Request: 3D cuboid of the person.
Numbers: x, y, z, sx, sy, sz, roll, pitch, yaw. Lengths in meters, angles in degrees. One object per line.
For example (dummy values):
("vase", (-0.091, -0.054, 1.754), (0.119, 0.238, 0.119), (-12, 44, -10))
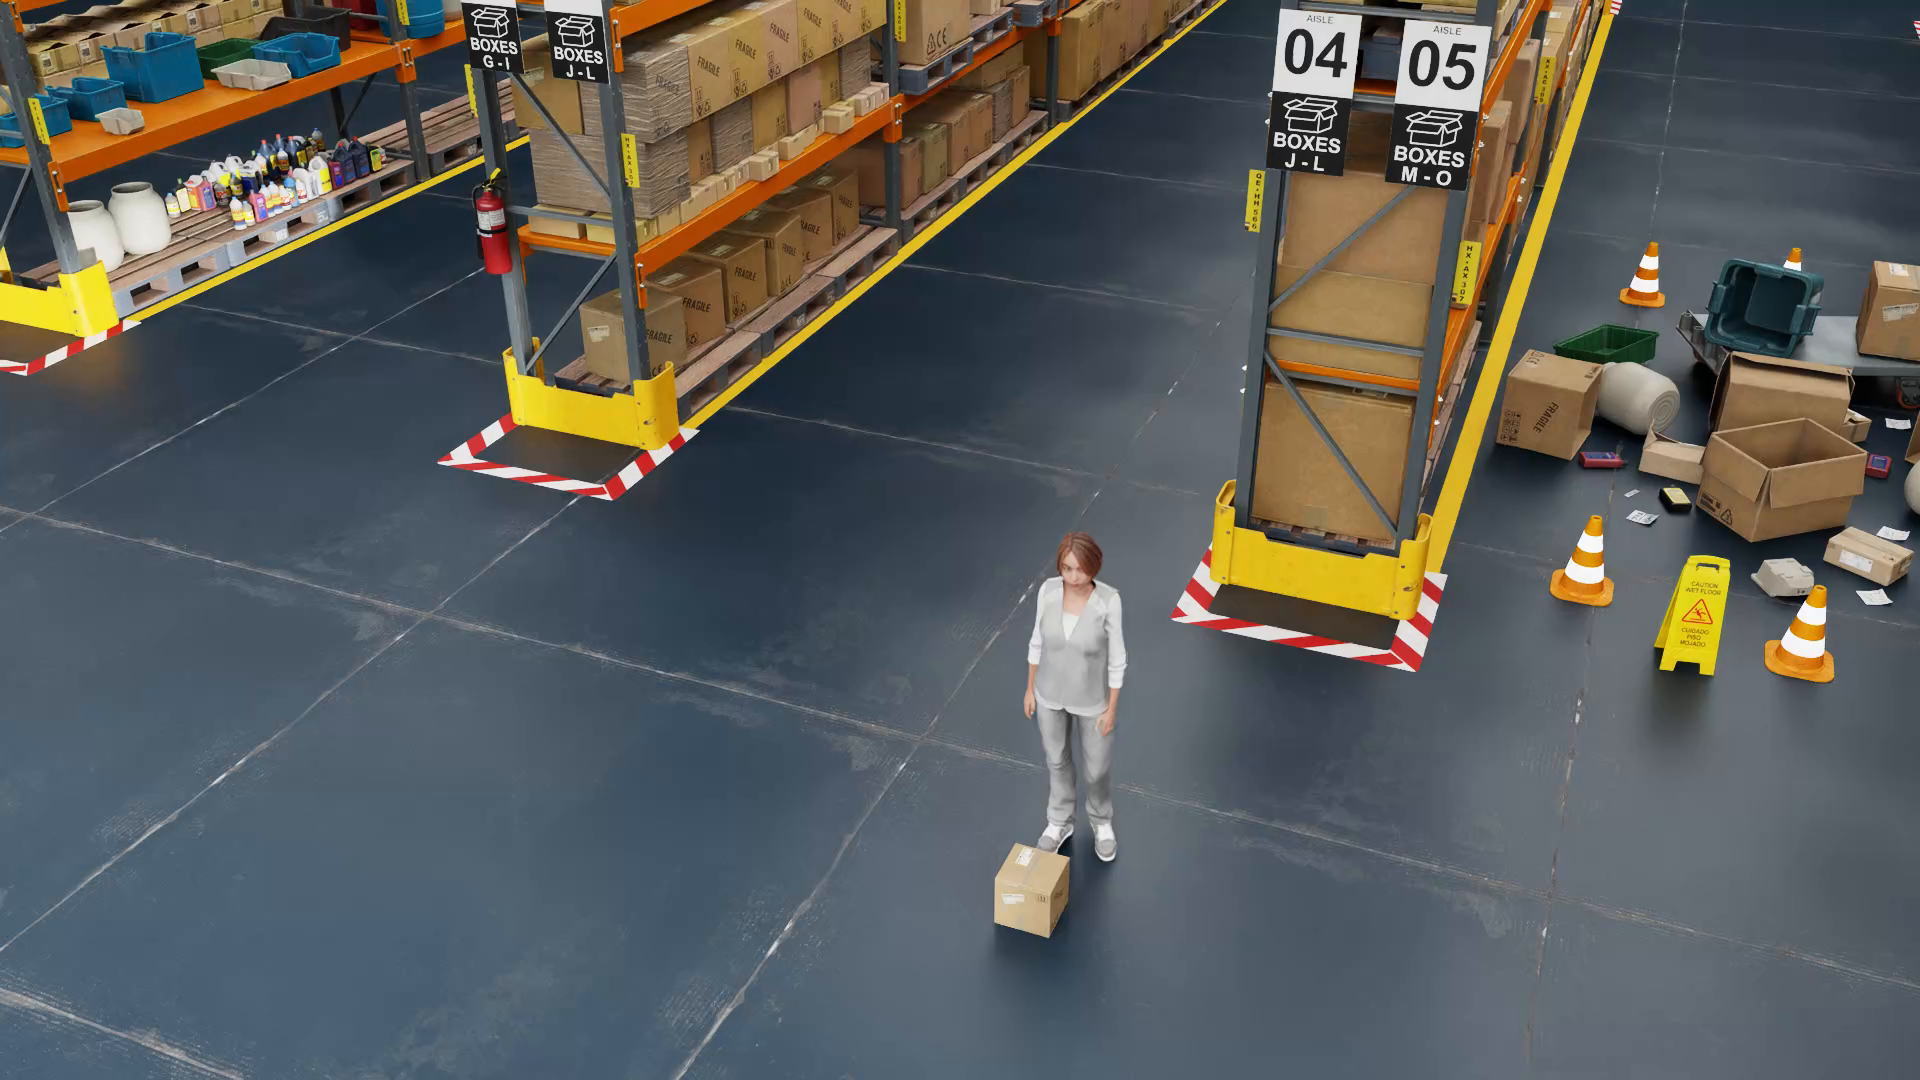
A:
("person", (0.499, 0.690, 7.192), (0.452, 1.588, 0.352), (12, 32, 20))
